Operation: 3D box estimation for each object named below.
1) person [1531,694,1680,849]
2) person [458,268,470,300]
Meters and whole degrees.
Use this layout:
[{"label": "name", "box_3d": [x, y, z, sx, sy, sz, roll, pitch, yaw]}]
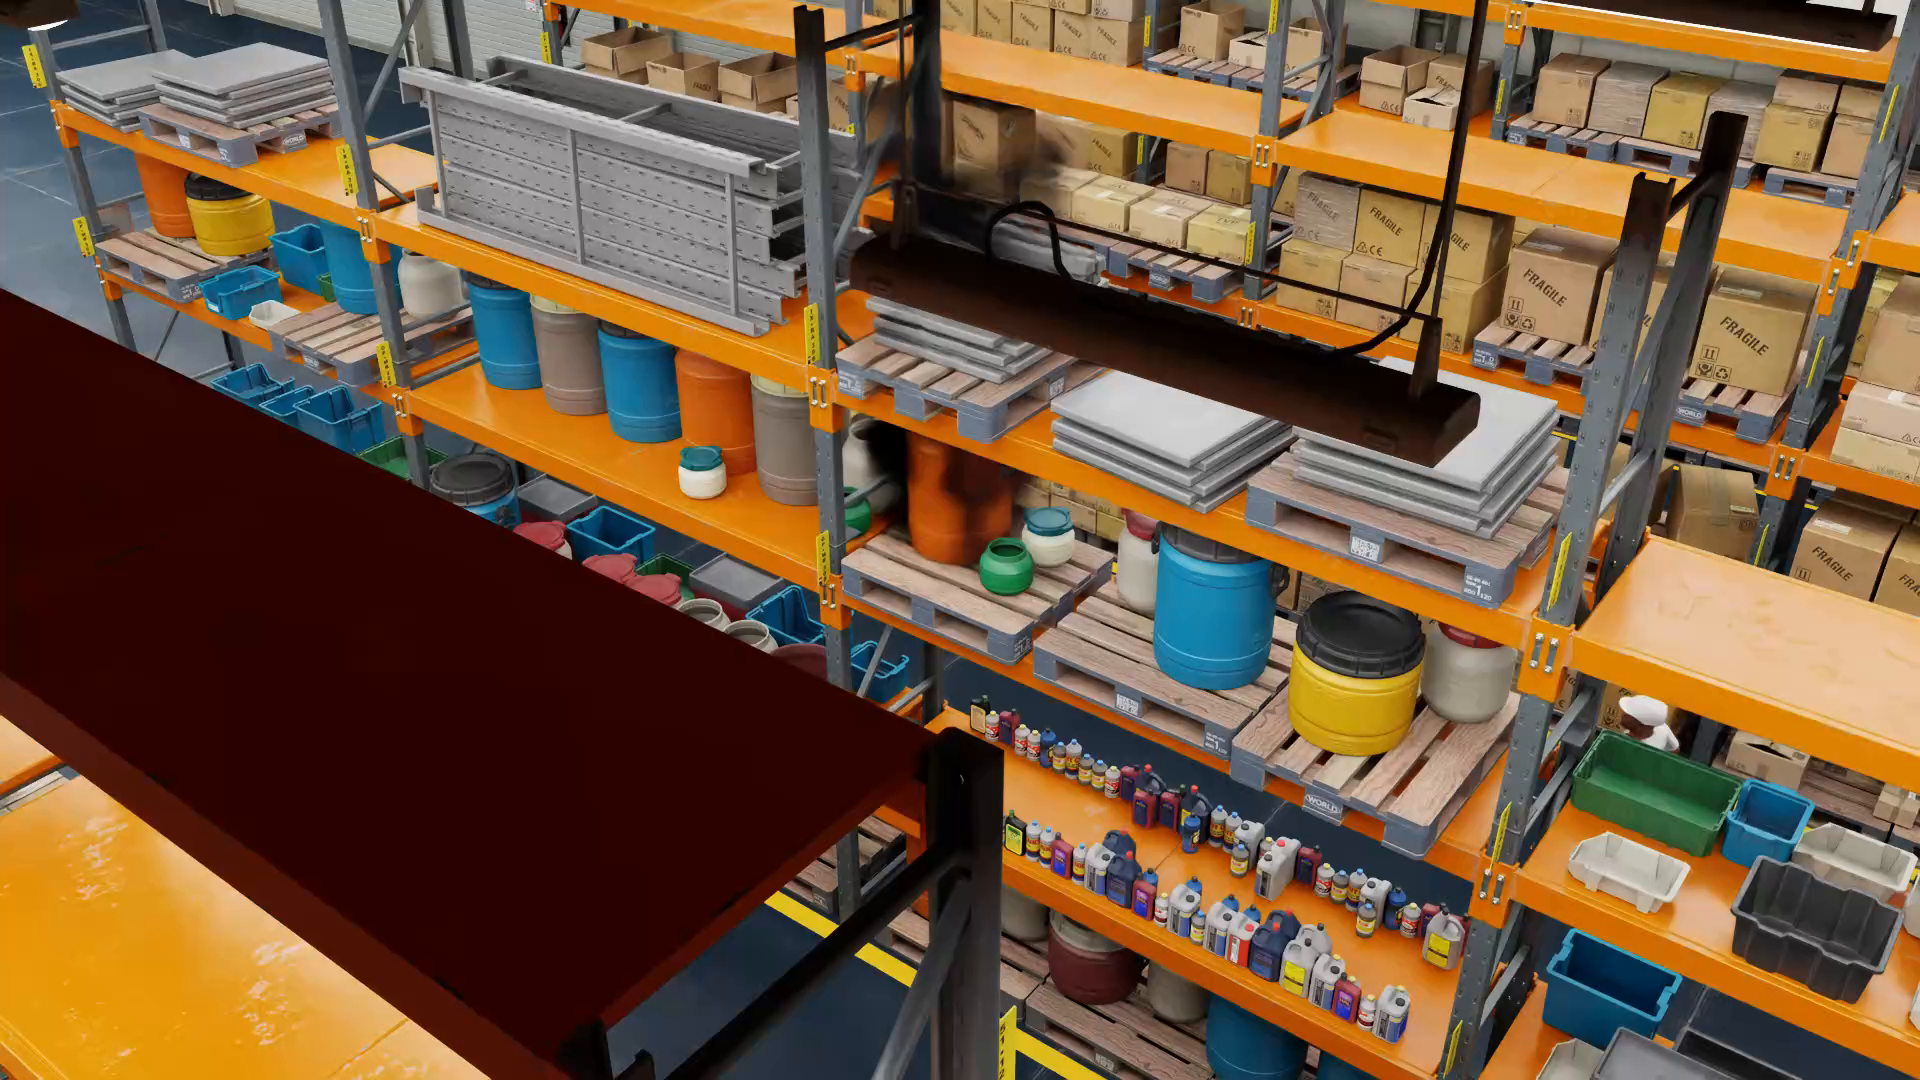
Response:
[{"label": "person", "box_3d": [4.282, 1.688, 10.743, 0.963, 1.684, 0.710, 15, 34, 23]}, {"label": "person", "box_3d": [-5.818, -3.220, 18.897, 0.904, 1.670, 0.566, -9, 33, -14]}]
